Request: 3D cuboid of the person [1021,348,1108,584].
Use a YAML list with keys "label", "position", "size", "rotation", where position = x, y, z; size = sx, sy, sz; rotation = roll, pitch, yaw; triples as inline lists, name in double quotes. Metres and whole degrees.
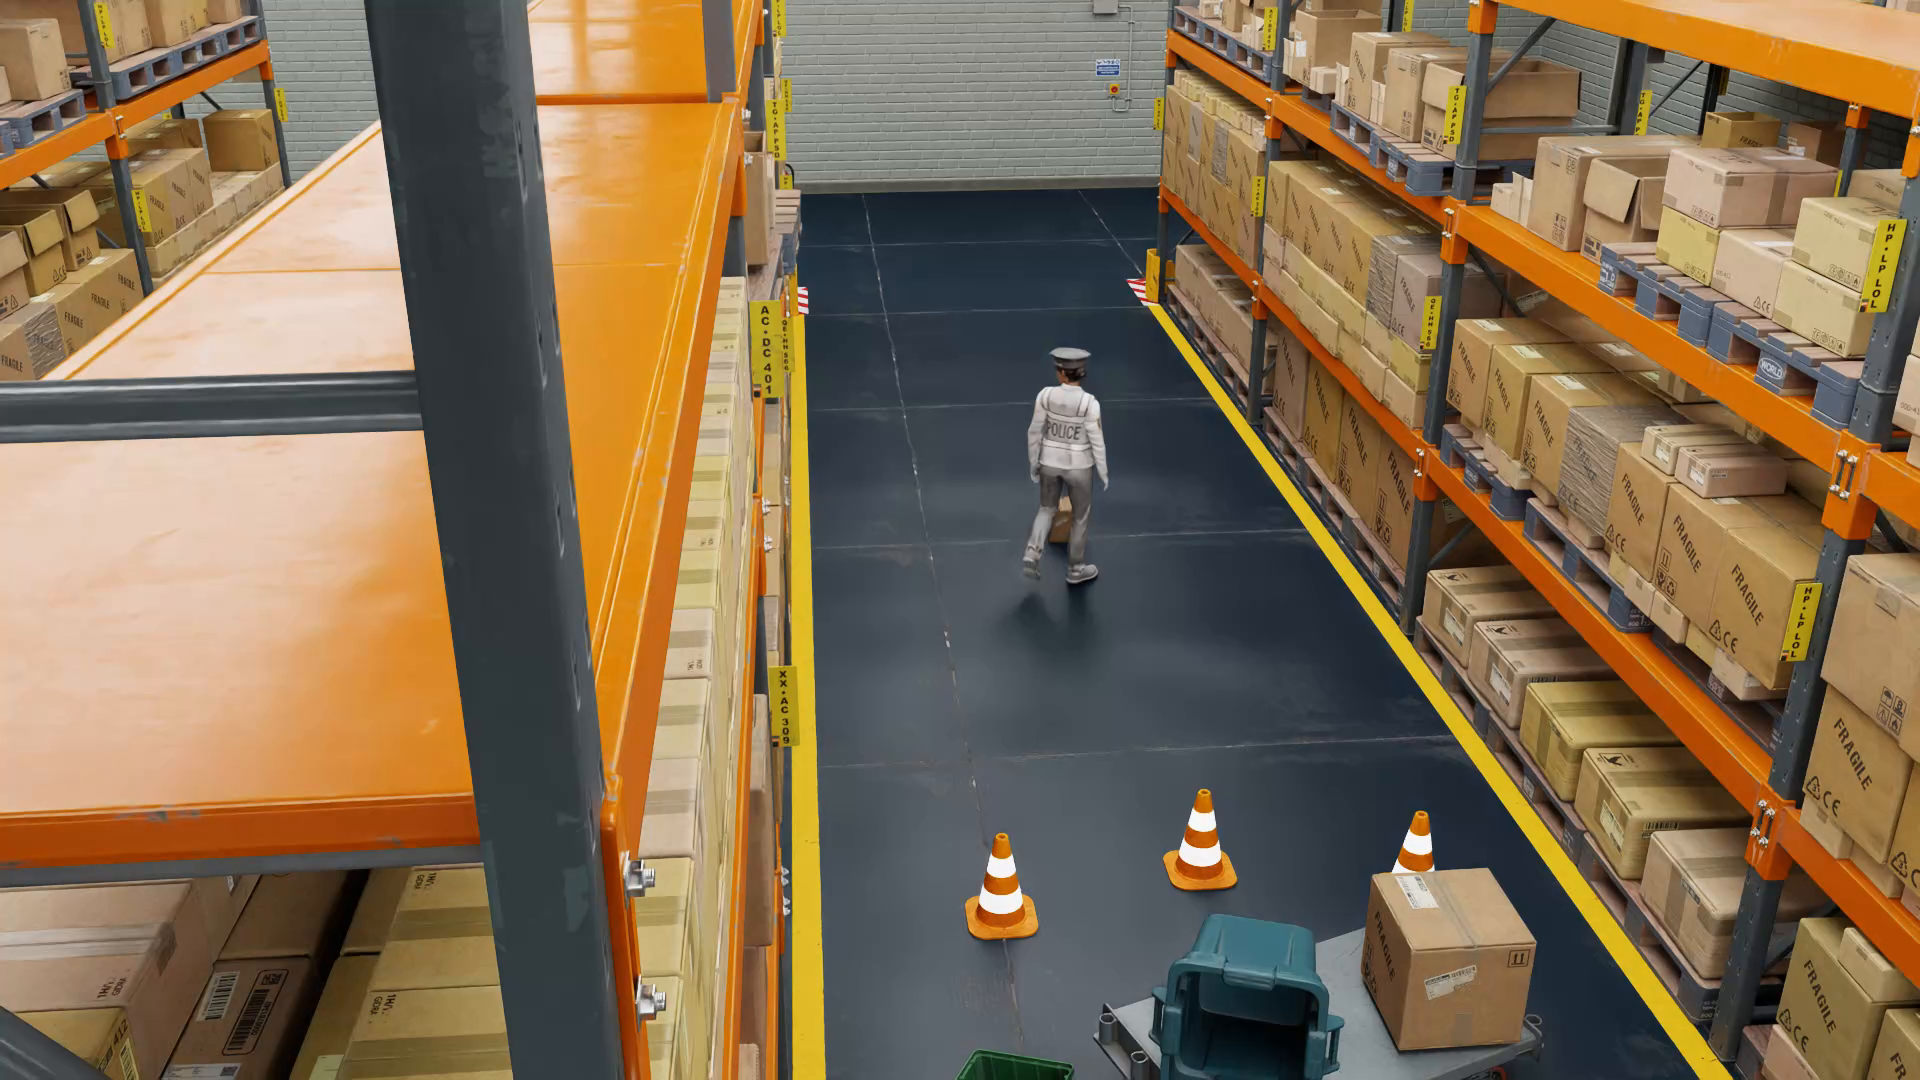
- label: "person"
  position: [0.700, -0.461, 11.094]
  size: [0.538, 1.659, 0.565]
  rotation: [12, 27, 25]
